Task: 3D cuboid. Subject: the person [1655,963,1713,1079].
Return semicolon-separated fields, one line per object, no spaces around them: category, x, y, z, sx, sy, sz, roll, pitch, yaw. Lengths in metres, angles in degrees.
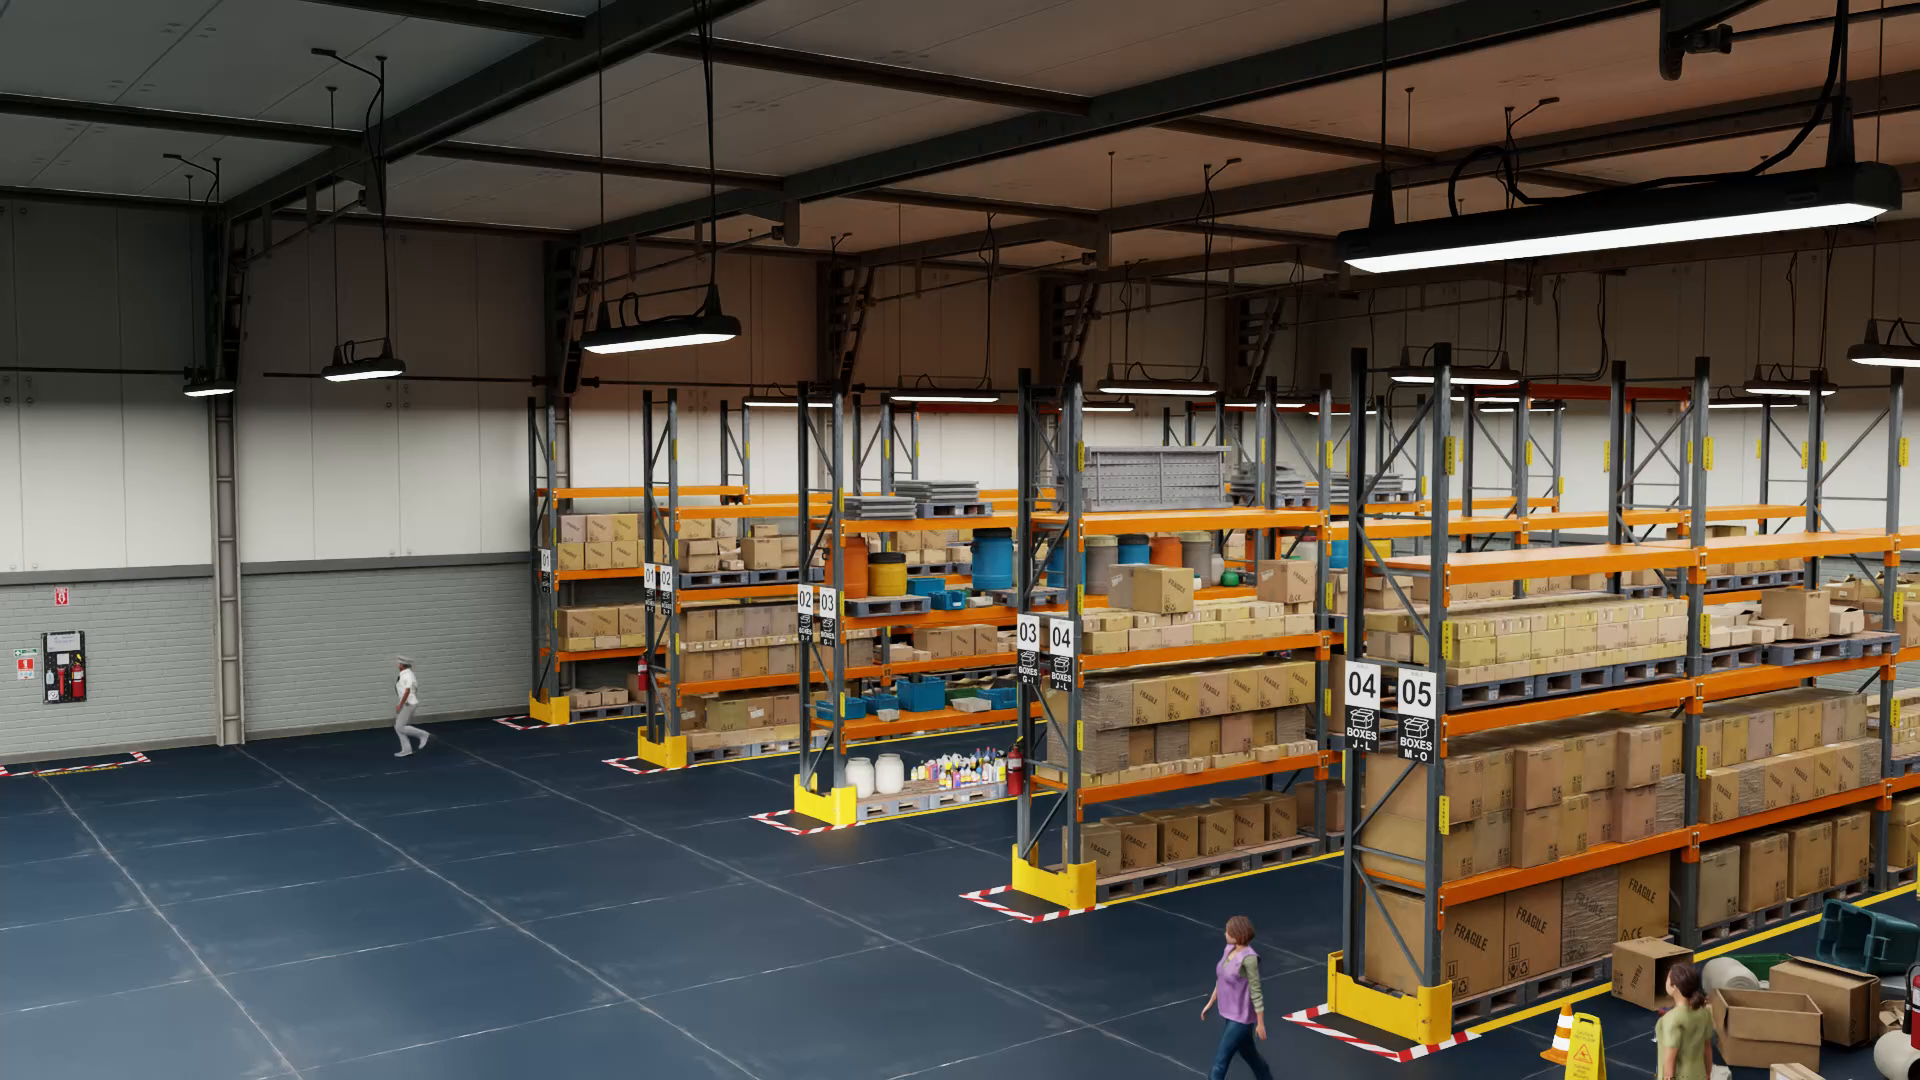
person;4.861;3.661;11.100;0.457;1.655;0.663;-3;4;-37

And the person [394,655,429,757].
person;-9.053;2.731;27.418;0.563;1.651;0.506;-1;4;-17

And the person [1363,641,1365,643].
person;8.123;2.333;33.784;0.369;1.789;0.577;-1;3;-10

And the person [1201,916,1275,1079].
person;2.023;3.635;12.677;0.952;1.524;0.448;-1;3;-10
